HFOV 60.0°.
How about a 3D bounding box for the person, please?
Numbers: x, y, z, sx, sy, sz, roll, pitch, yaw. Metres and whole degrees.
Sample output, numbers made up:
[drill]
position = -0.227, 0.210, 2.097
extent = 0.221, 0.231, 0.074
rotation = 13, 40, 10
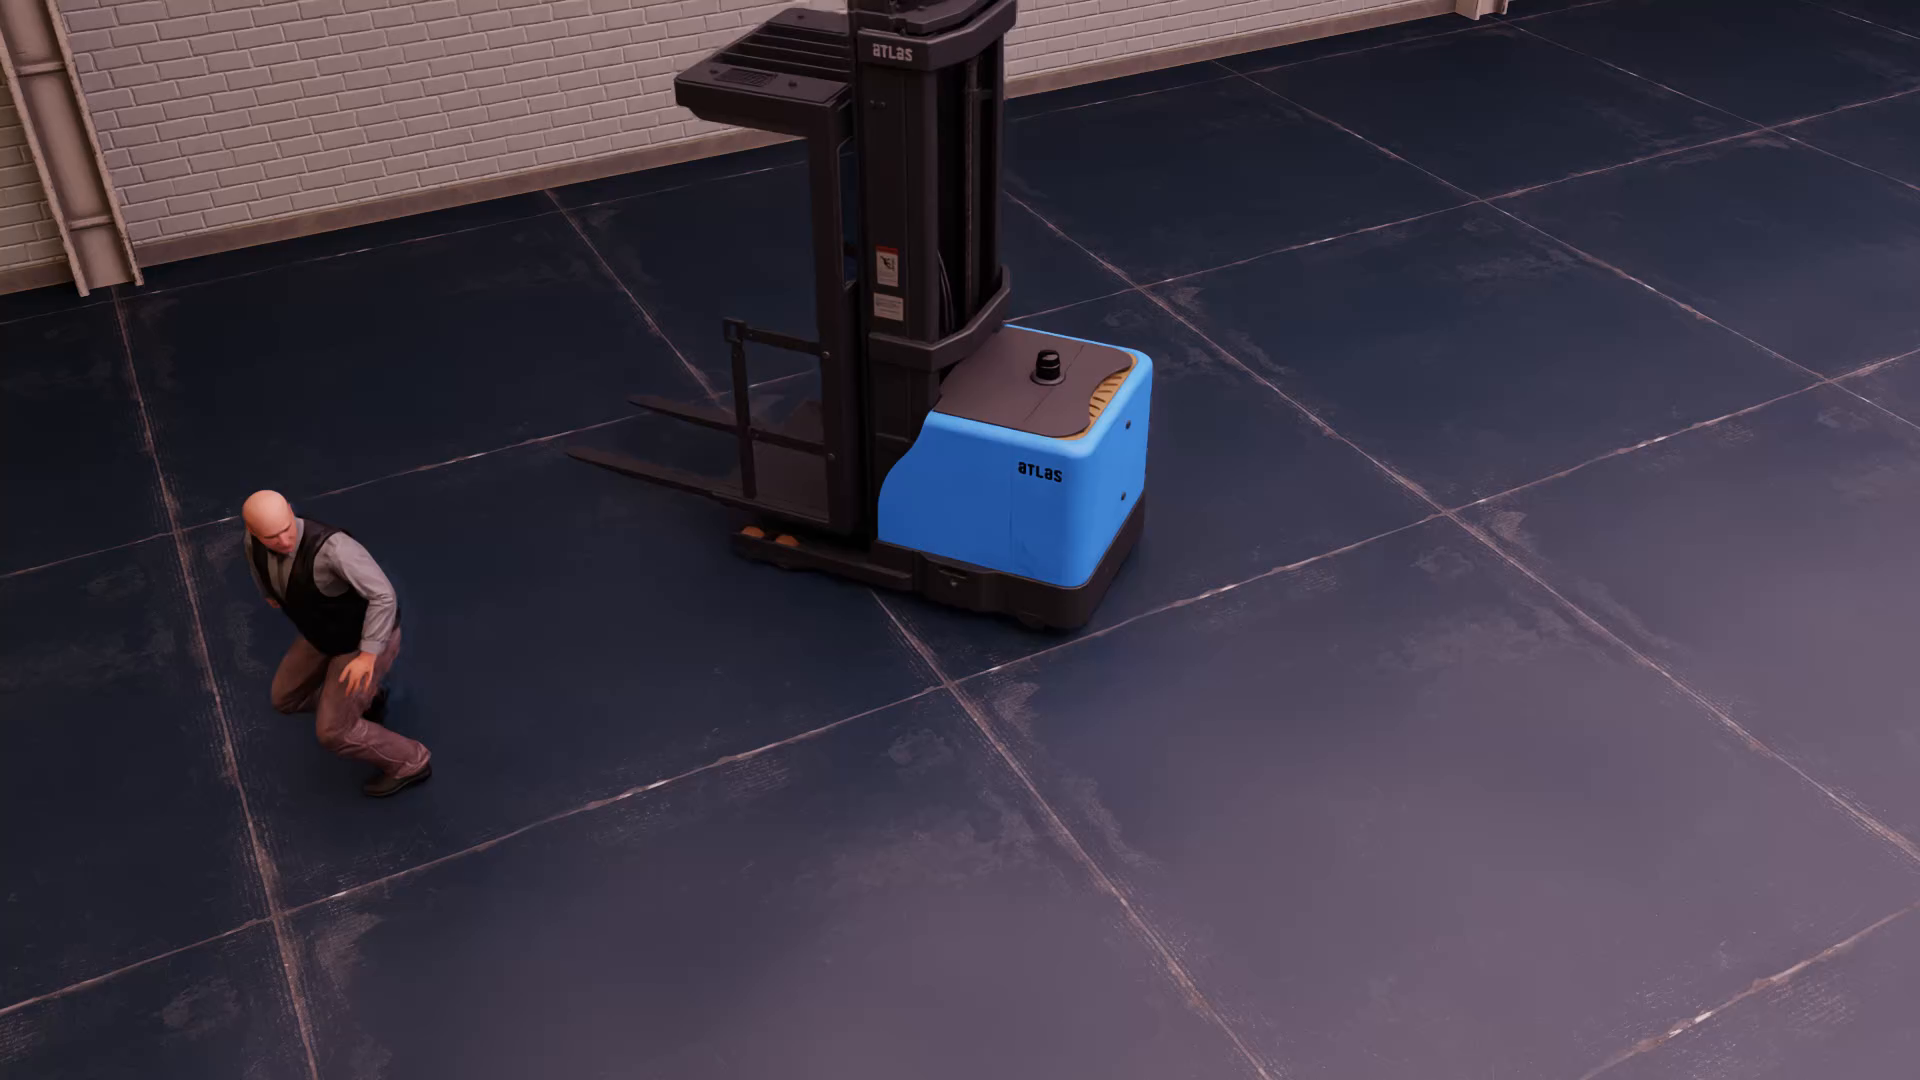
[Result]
[person]
position = -2.601, 0.367, 6.855
extent = 0.939, 1.574, 0.508
rotation = 24, 42, 30

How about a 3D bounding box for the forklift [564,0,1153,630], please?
[forklift]
position = -0.612, -1.318, 7.988
extent = 3.031, 2.935, 1.130
rotation = 14, 38, 19
